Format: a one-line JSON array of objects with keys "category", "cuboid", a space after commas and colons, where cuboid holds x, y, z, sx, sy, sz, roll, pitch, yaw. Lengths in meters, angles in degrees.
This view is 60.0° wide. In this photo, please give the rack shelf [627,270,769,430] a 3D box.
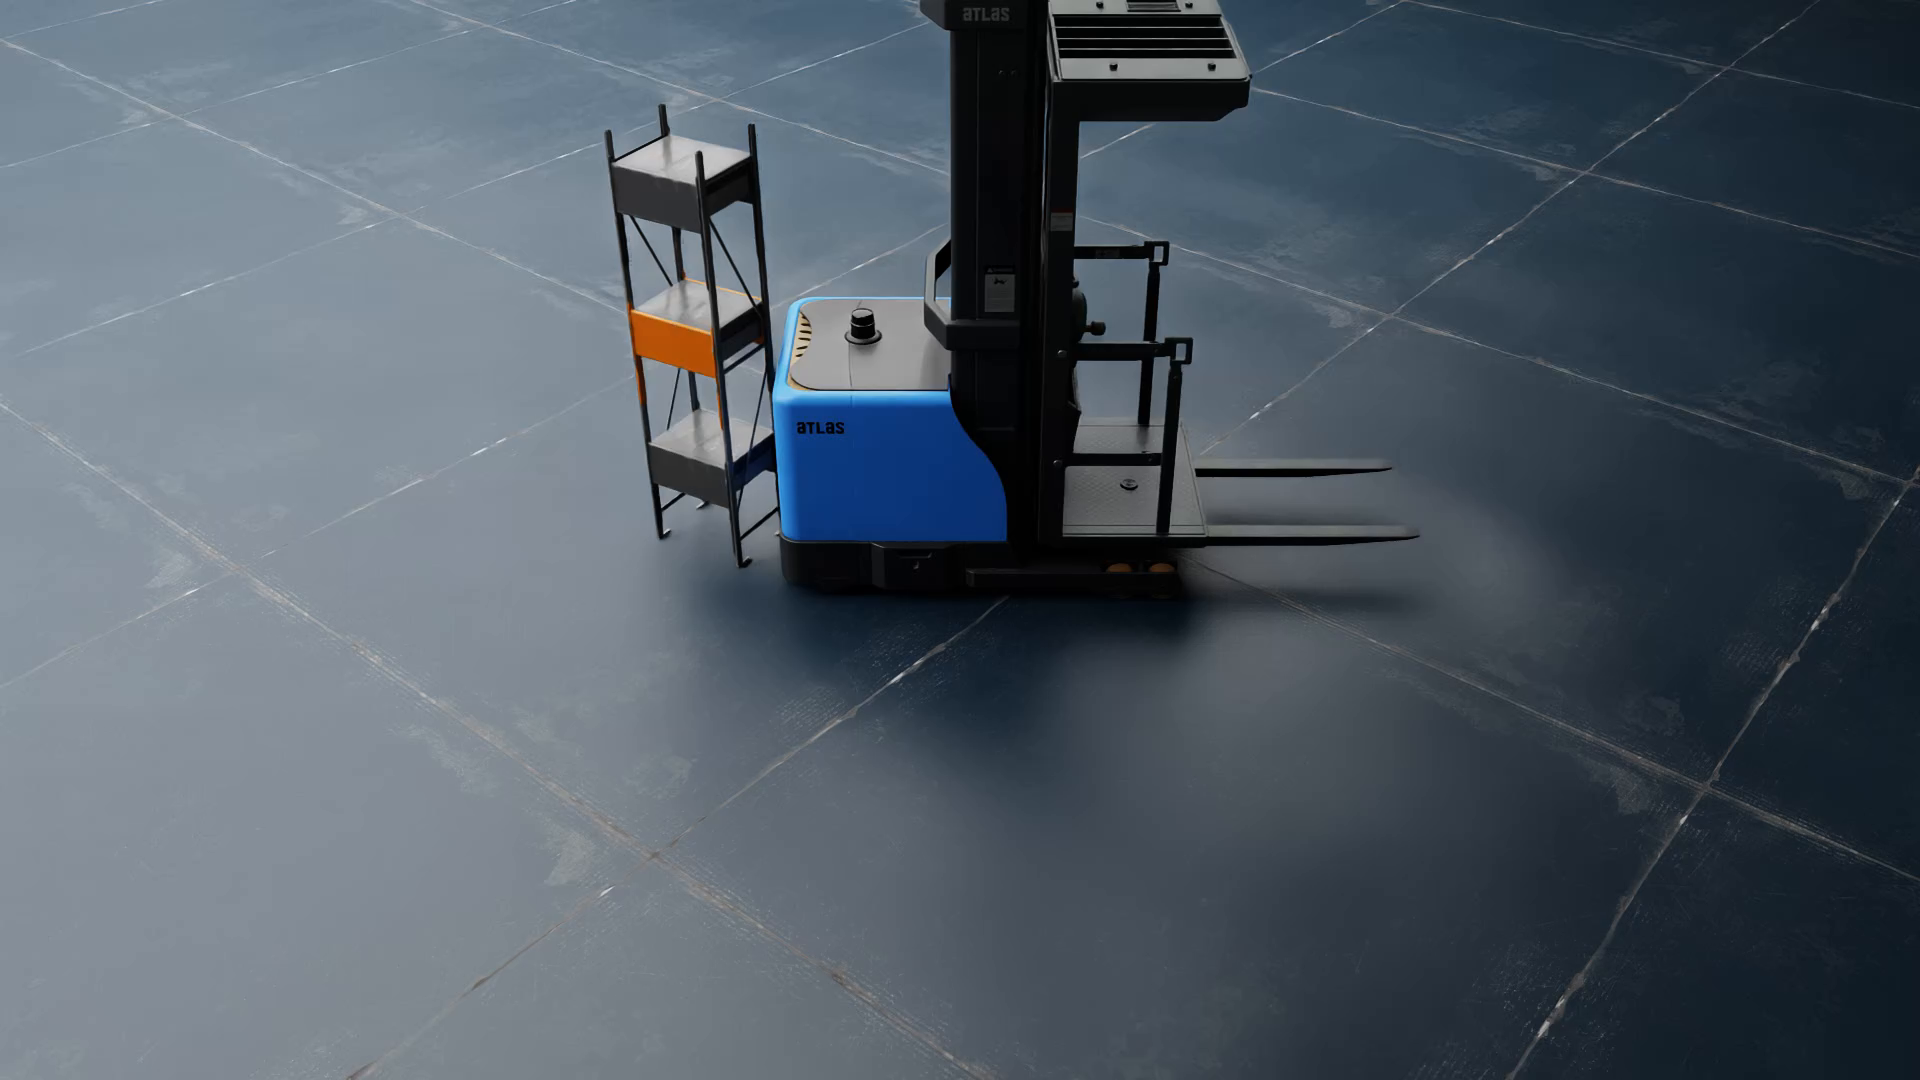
[{"category": "rack shelf", "cuboid": [-1.192, -0.886, 7.706, 0.480, 0.518, 0.431, 18, 39, 25]}]

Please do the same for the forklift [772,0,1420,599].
[{"category": "forklift", "cuboid": [0.670, -1.234, 7.458, 3.031, 2.935, 1.130, 0, 34, 0]}]

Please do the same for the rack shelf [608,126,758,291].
[{"category": "rack shelf", "cuboid": [-1.196, -1.463, 7.309, 0.480, 0.518, 0.431, 18, 39, 25]}]

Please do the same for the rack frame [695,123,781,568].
[{"category": "rack frame", "cuboid": [-0.982, -0.829, 7.596, 0.015, 2.100, 0.400, 18, 39, 25]}]

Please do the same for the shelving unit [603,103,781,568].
[{"category": "shelving unit", "cuboid": [-1.192, -0.898, 7.698, 0.503, 2.100, 0.431, 18, 39, 25]}]

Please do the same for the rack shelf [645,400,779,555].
[{"category": "rack shelf", "cuboid": [-1.187, -0.310, 8.103, 0.480, 0.518, 0.431, 18, 39, 25]}]

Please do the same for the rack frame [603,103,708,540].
[{"category": "rack frame", "cuboid": [-1.402, -0.967, 7.801, 0.015, 2.100, 0.400, 18, 39, 25]}]
